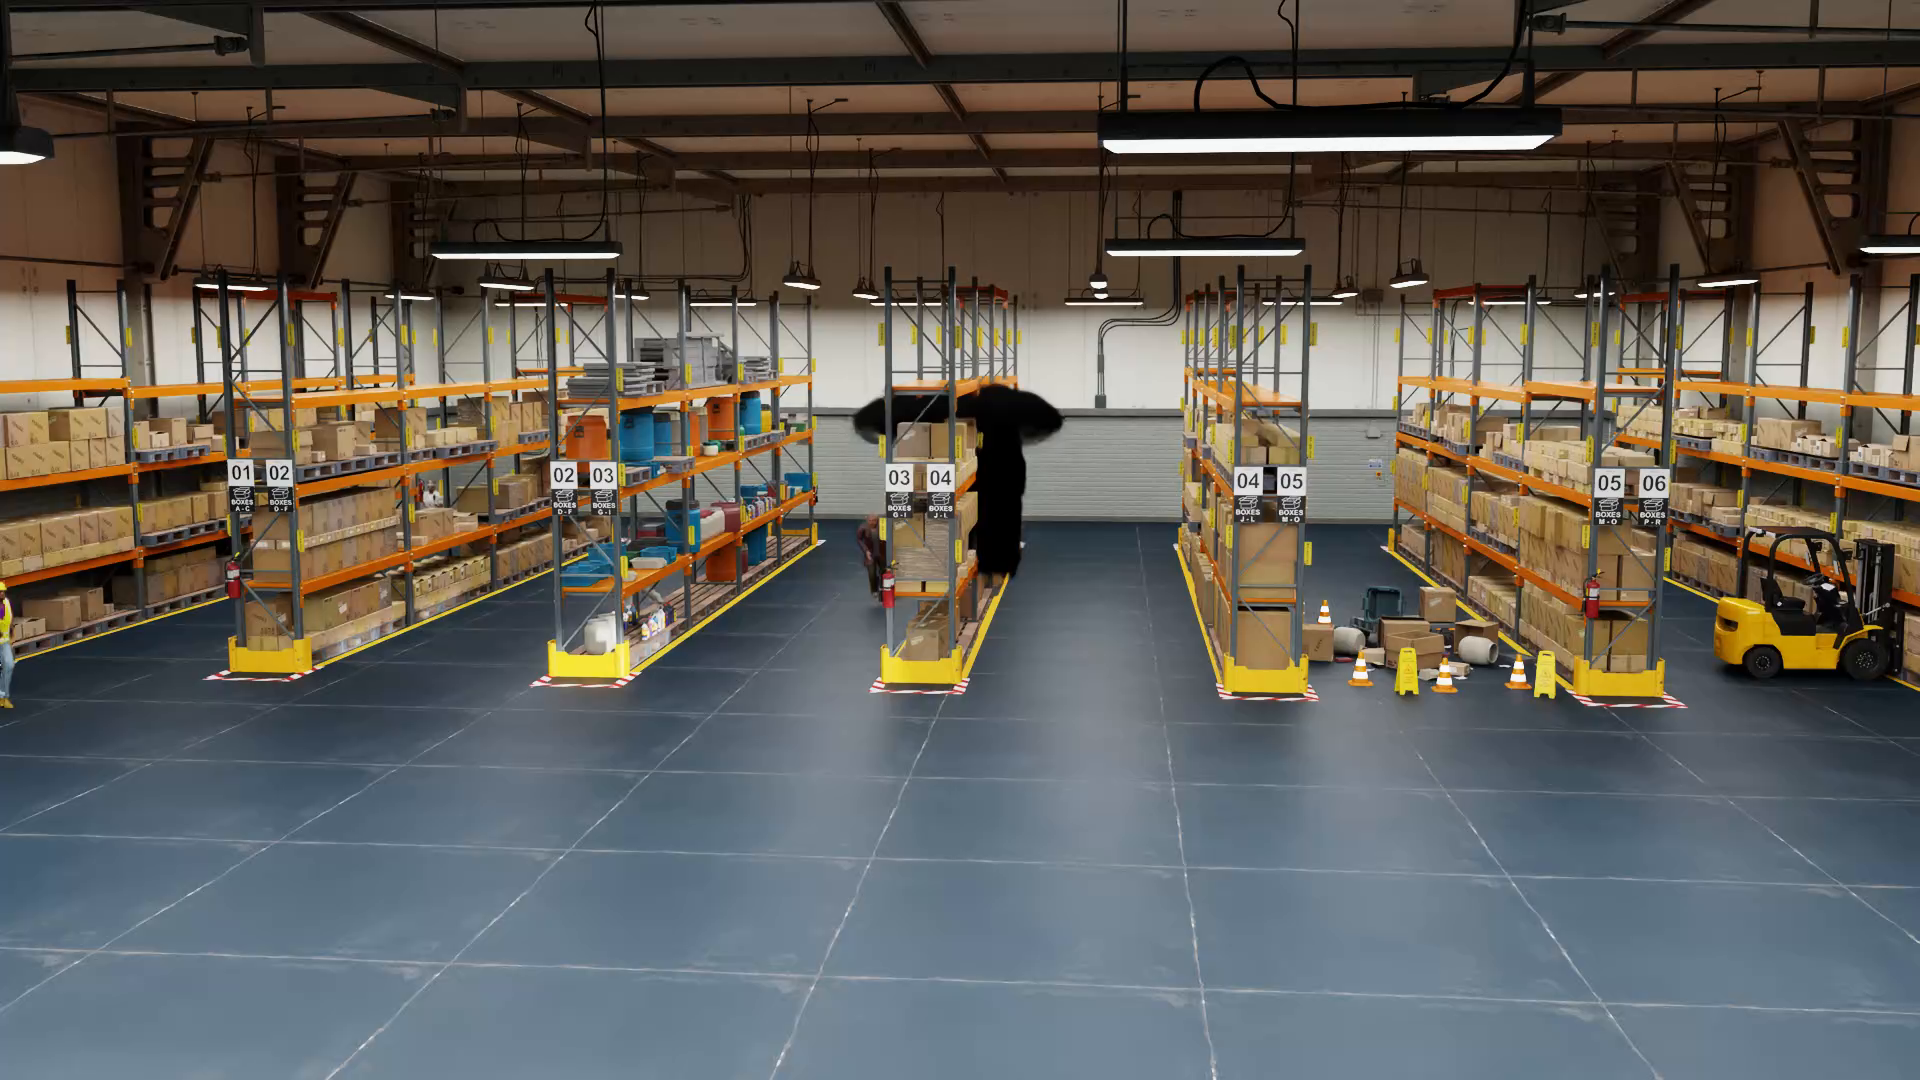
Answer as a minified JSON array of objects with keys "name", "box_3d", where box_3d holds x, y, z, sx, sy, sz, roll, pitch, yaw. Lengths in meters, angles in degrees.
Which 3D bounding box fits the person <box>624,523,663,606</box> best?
[{"name":"person","box_3d":[-5.767,0.516,29.972,0.793,1.713,0.870,-1,7,-12]}]

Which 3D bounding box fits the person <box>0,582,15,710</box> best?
[{"name":"person","box_3d":[-13.192,1.421,22.627,0.908,1.768,0.711,4,8,33]}]

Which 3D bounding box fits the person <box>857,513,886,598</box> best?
[{"name":"person","box_3d":[-1.588,0.261,30.858,0.694,1.619,0.909,-1,7,-12]}]

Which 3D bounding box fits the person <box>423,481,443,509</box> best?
[{"name":"person","box_3d":[-12.403,-0.562,39.120,0.489,1.706,0.802,-1,7,-6]}]
